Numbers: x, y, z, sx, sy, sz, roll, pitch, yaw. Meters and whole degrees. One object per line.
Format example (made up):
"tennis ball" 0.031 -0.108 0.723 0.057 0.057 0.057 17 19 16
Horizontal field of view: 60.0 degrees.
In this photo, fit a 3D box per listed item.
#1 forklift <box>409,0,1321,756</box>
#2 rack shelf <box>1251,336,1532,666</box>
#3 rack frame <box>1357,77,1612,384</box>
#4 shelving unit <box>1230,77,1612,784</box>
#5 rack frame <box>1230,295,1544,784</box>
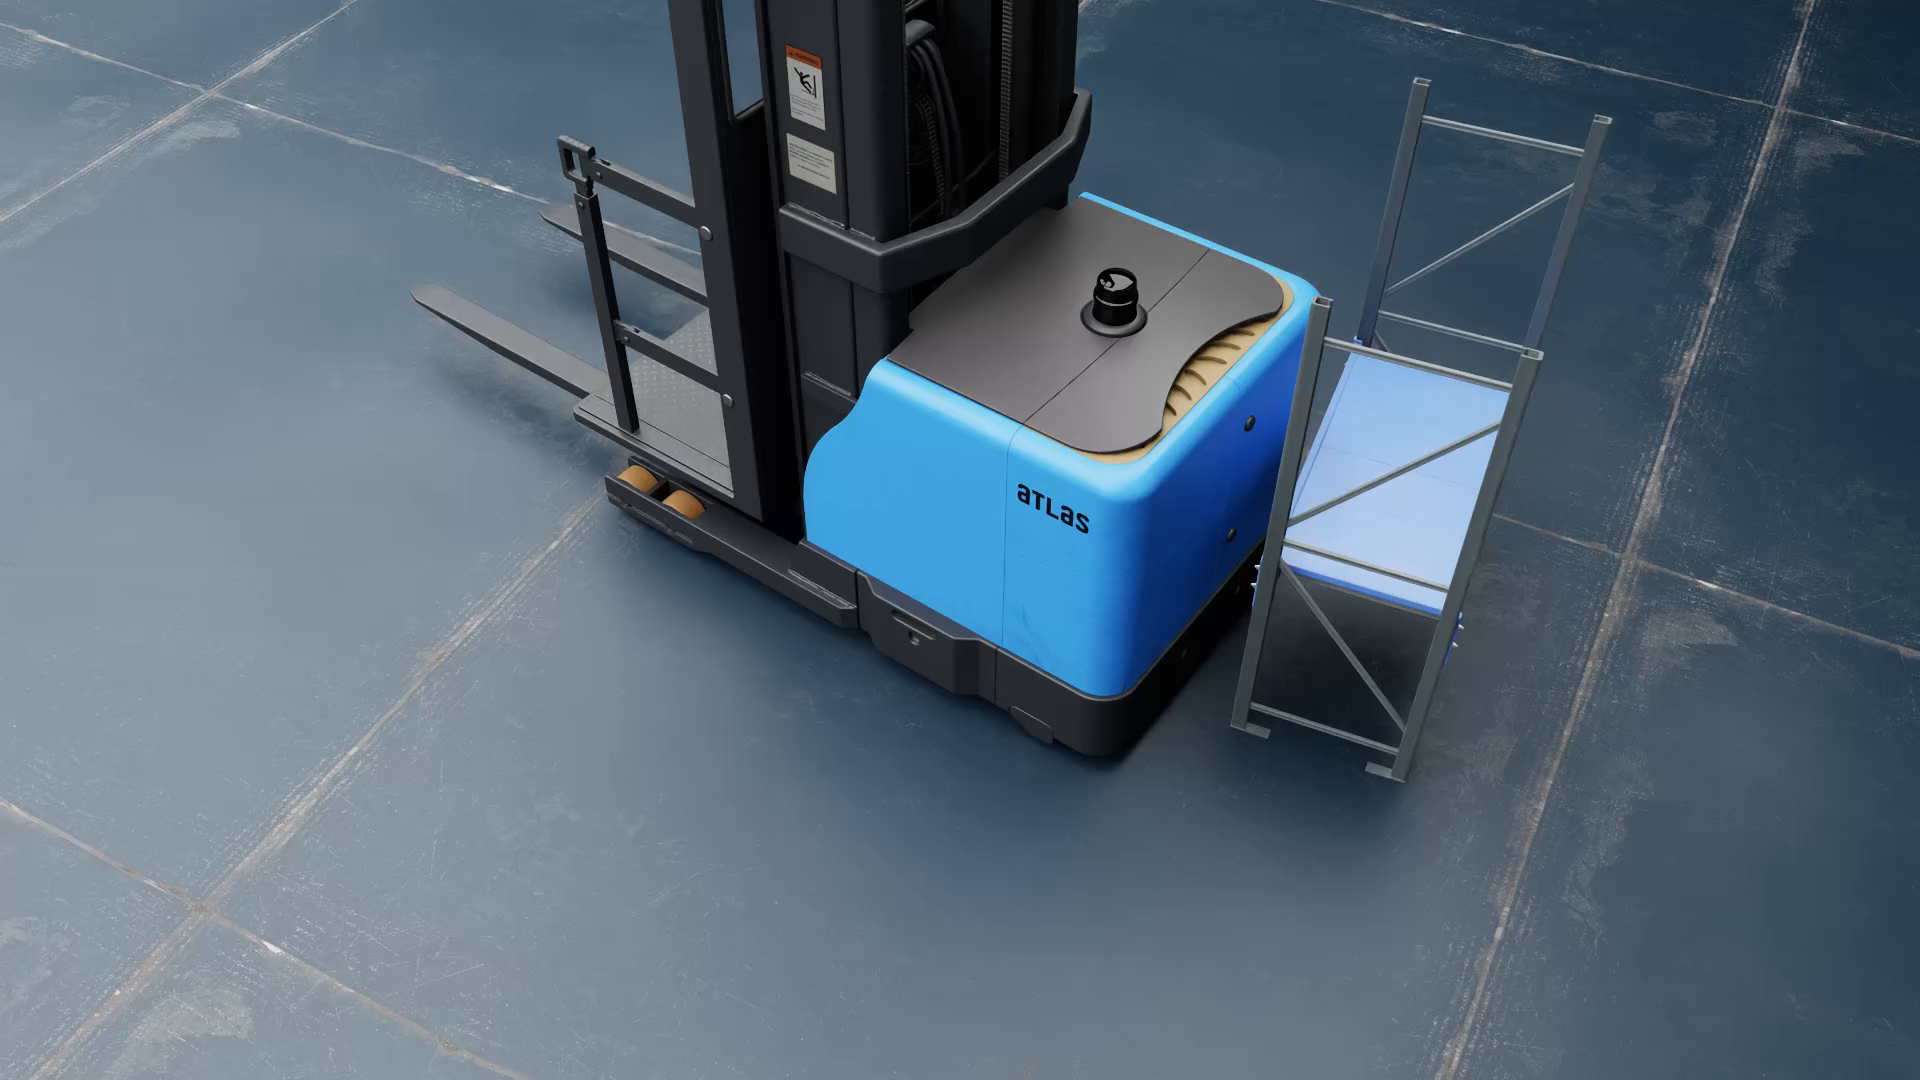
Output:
"forklift" -0.504 -1.294 4.468 3.031 2.935 1.130 28 51 25
"rack shelf" 1.205 -0.140 4.585 0.538 0.185 1.000 17 48 16
"rack frame" 1.407 -0.598 4.785 0.500 1.500 0.032 17 48 16
"shelving unit" 1.206 -0.266 4.457 0.538 1.500 1.048 17 48 16
"rack frame" 1.004 0.066 4.129 0.500 1.500 0.032 17 48 16
